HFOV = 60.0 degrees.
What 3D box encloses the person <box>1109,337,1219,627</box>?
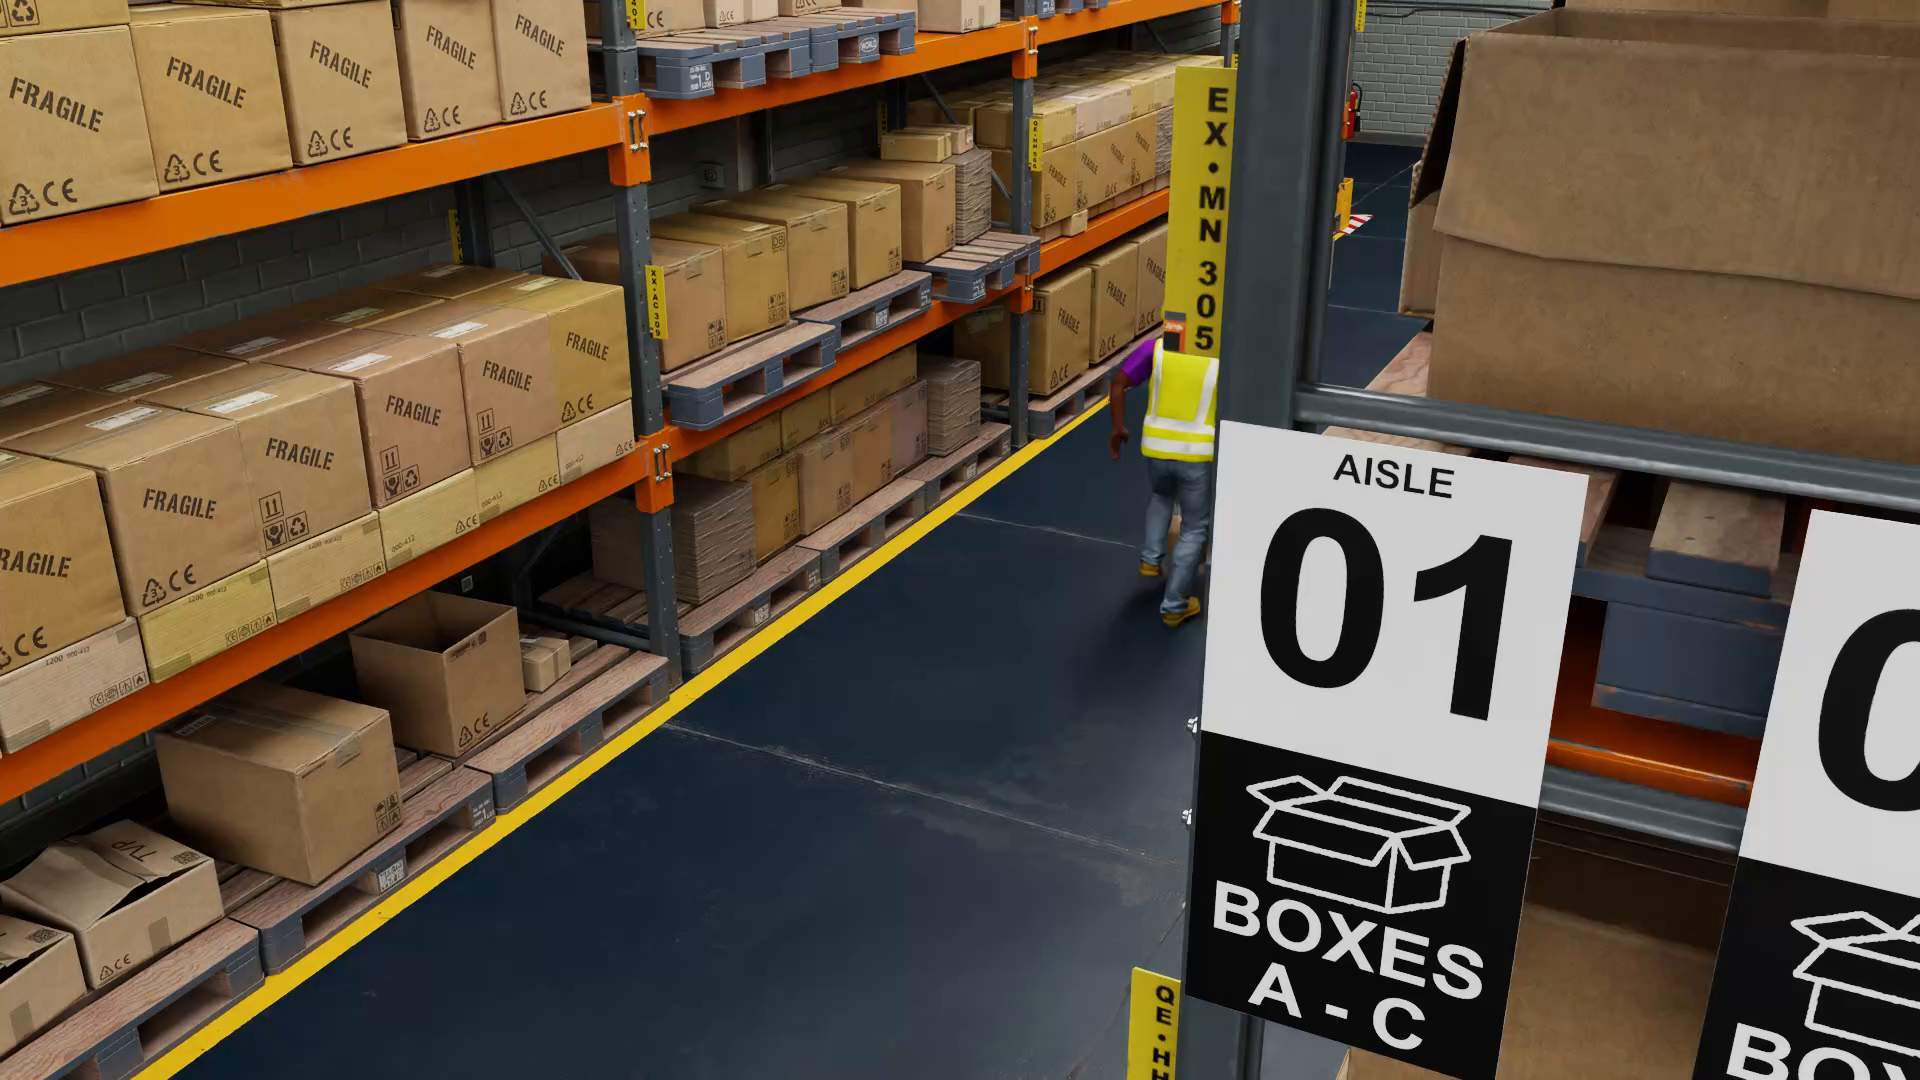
[{"bbox_3d":[1.180,-0.473,8.801,0.704,1.689,0.789,13,26,29],"label":"person"}]
